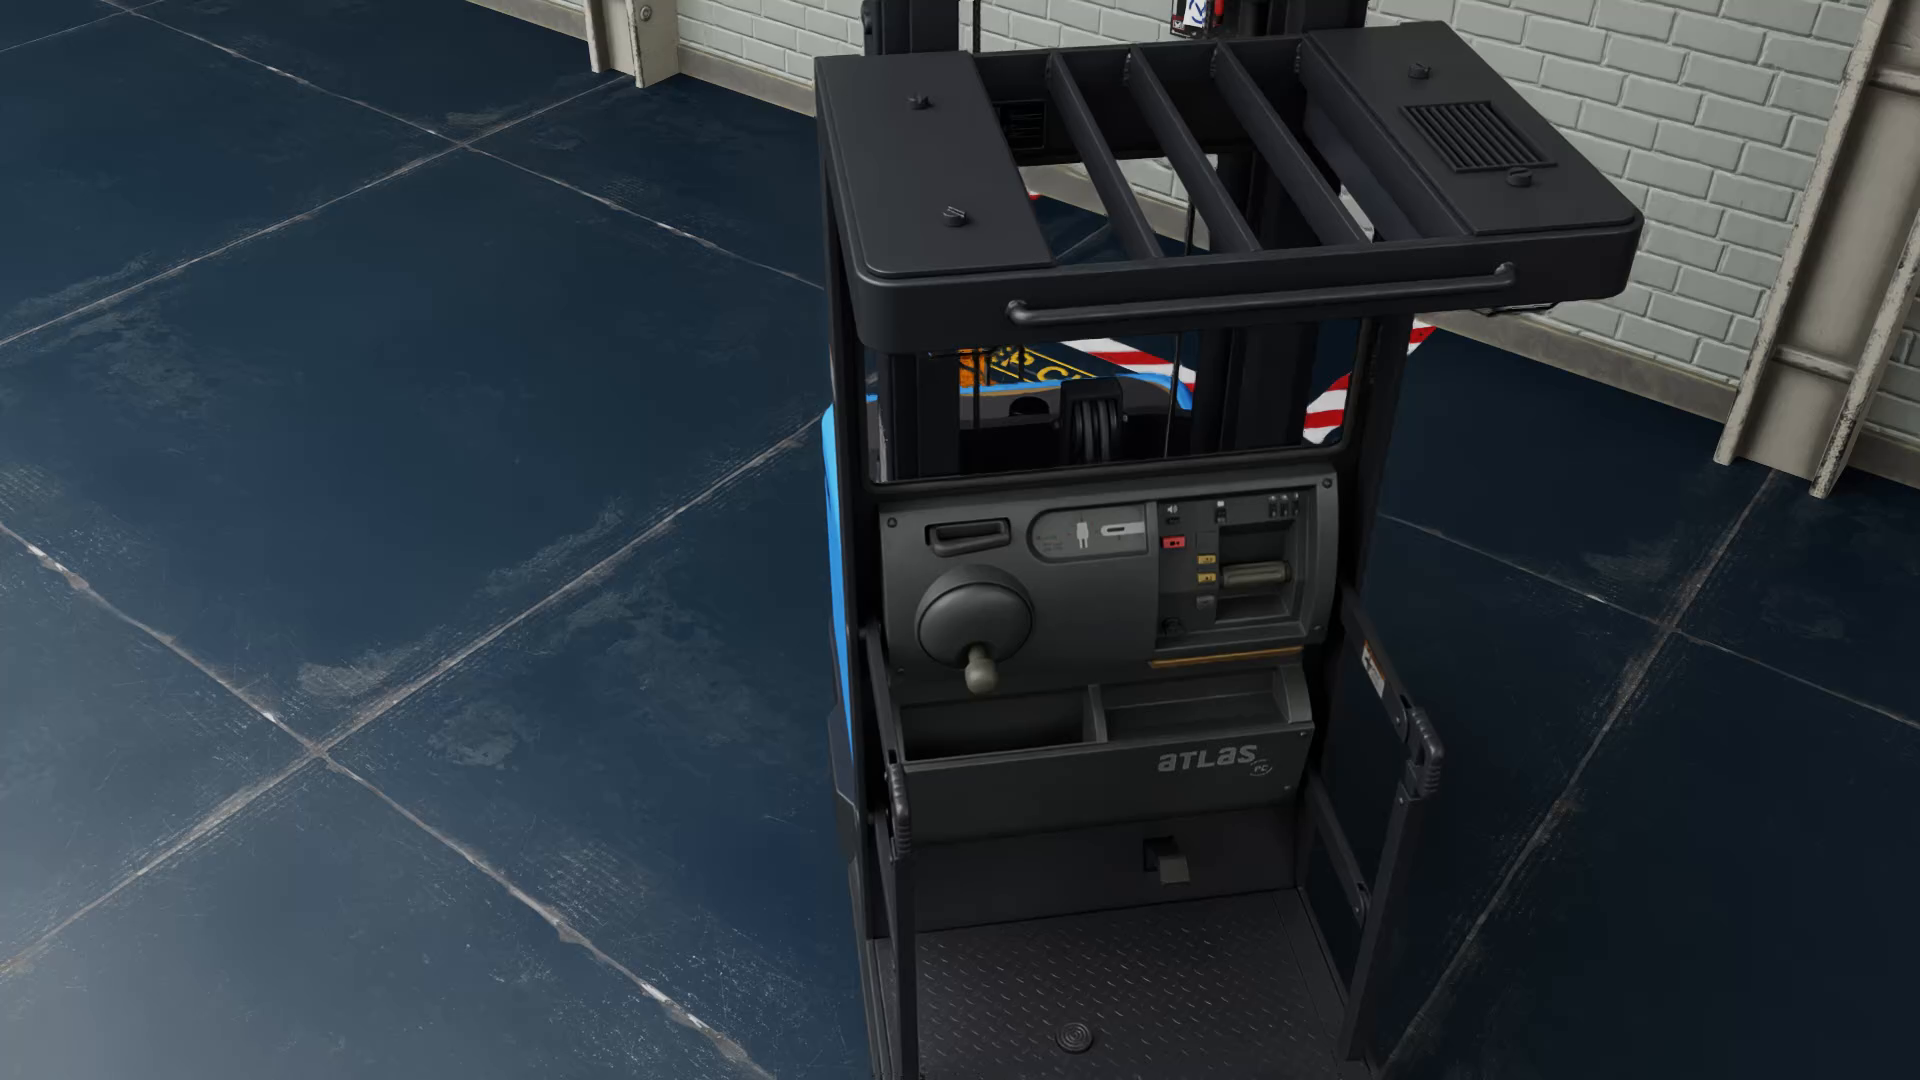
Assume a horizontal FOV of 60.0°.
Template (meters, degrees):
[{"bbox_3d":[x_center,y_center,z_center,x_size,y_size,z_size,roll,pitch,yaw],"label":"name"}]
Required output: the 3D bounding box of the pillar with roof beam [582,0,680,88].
[{"bbox_3d":[-4.359,-3.976,3.529,0.400,9.000,9.100,25,45,29],"label":"pillar with roof beam"}]

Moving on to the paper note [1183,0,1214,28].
[{"bbox_3d":[0.984,-2.172,6.806,0.142,0.148,0.016,25,45,29],"label":"paper note"}]

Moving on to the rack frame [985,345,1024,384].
[{"bbox_3d":[0.139,-0.348,5.342,0.008,1.050,0.200,25,45,29],"label":"rack frame"}]

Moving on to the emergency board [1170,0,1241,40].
[{"bbox_3d":[1.083,-2.419,6.406,0.643,1.169,0.194,25,45,29],"label":"emergency board"}]

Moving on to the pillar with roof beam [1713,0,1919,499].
[{"bbox_3d":[0.407,-1.729,0.658,0.400,9.000,9.100,25,45,29],"label":"pillar with roof beam"}]

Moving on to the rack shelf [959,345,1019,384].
[{"bbox_3d":[0.043,-0.608,5.232,0.240,0.259,0.215,25,45,29],"label":"rack shelf"}]

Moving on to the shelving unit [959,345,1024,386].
[{"bbox_3d":[0.043,-0.393,5.401,0.252,1.050,0.215,25,45,29],"label":"shelving unit"}]

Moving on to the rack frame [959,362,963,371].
[{"bbox_3d":[-0.054,-0.439,5.459,0.008,1.050,0.200,25,45,29],"label":"rack frame"}]

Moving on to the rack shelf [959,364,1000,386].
[{"bbox_3d":[0.043,-0.385,5.407,0.240,0.259,0.215,25,45,29],"label":"rack shelf"}]

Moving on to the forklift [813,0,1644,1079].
[{"bbox_3d":[0.341,0.153,3.177,1.130,2.935,3.031,-5,38,-7],"label":"forklift"}]
